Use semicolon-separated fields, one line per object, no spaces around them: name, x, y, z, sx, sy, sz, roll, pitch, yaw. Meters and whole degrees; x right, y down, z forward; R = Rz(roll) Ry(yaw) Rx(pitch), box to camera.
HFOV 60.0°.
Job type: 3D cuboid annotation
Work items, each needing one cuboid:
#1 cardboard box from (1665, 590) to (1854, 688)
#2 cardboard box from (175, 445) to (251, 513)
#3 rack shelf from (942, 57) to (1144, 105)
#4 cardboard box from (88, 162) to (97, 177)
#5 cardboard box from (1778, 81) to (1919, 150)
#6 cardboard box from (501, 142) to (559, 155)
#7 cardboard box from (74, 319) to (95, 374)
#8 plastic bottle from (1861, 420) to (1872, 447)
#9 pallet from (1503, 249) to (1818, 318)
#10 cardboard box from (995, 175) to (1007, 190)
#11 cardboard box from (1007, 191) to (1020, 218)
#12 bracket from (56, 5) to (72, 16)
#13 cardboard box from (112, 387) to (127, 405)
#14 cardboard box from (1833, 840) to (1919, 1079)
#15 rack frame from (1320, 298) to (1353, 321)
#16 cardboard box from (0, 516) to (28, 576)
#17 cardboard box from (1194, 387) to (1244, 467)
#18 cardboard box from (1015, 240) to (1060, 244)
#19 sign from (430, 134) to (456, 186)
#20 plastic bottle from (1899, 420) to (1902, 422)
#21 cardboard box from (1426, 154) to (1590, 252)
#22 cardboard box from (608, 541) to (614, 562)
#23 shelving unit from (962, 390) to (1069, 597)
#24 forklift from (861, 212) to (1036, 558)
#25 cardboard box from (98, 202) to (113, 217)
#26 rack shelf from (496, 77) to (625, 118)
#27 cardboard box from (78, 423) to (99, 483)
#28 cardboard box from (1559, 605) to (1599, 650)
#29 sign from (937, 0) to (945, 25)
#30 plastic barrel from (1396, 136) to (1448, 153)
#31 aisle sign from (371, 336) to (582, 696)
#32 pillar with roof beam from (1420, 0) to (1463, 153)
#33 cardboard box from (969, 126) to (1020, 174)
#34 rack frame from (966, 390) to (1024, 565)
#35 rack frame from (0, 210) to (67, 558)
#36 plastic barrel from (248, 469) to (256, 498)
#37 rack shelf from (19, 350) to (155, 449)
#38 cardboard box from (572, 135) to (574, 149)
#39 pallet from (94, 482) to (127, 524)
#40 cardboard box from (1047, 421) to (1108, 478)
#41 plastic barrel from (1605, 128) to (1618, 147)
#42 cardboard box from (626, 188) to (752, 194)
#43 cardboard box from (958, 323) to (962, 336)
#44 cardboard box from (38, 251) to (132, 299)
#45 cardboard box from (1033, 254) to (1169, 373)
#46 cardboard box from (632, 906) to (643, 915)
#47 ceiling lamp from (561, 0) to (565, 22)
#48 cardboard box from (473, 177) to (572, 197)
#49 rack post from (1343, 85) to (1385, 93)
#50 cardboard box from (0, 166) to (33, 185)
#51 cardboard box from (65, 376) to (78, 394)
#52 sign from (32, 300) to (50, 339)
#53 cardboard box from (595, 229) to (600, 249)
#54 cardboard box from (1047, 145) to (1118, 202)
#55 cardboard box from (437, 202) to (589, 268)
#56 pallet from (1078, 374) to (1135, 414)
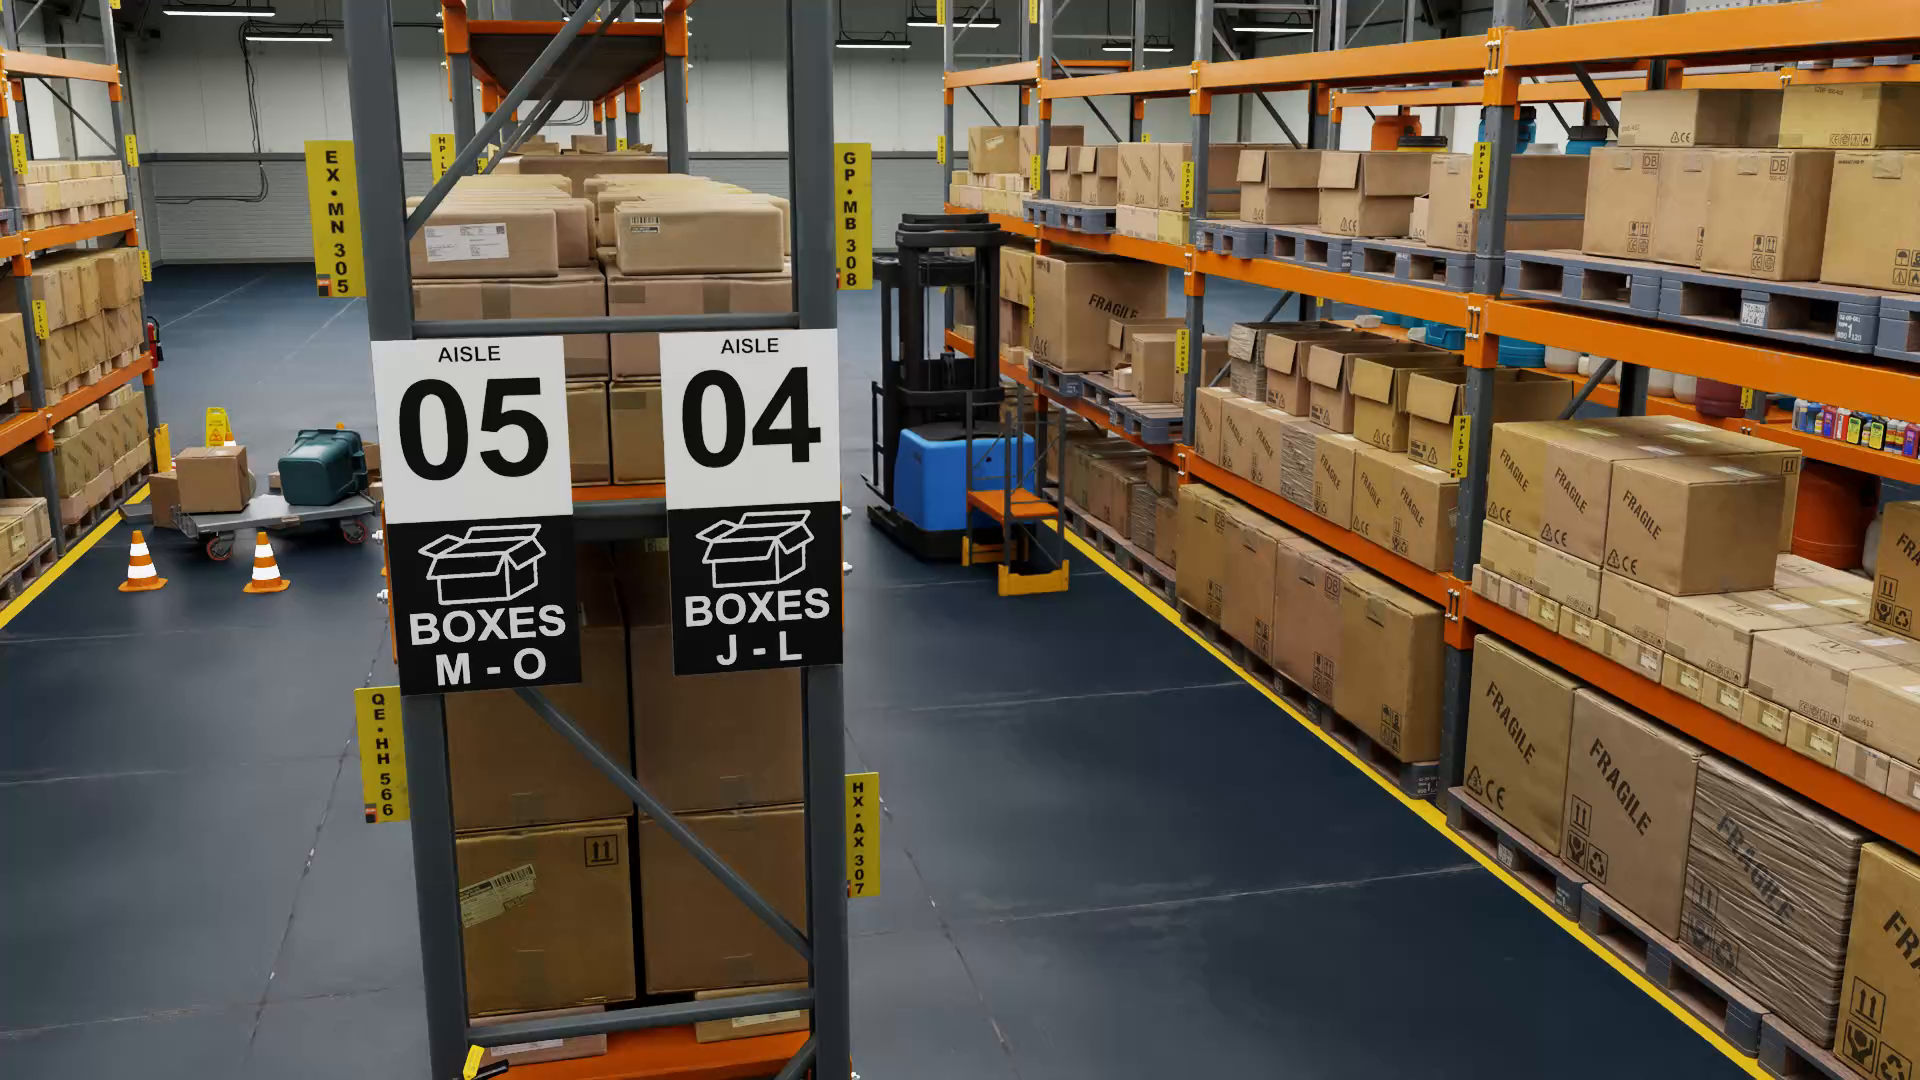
cardboard box;3.333;0.406;6.956;0.500;0.250;0.500;-3;14;-13
cardboard box;-6.659;-0.546;14.837;0.500;0.500;0.500;-3;14;-13
rack shelf;0.781;-4.864;17.719;1.077;0.370;4.000;-3;14;-13
cardboard box;-8.845;-3.689;16.560;0.380;0.149;0.250;-3;14;-13
cardboard box;3.604;-1.660;6.517;0.500;0.250;0.500;-4;14;-15
cardboard box;-3.335;-2.807;12.792;0.500;0.500;0.500;-3;14;-13
cardboard box;-8.460;-1.828;15.574;0.500;0.500;0.500;-3;14;-14
plastic bottle;6.933;-0.812;12.673;0.097;0.201;0.097;0;14;0
pallet;3.312;-1.218;7.782;1.003;0.211;1.213;-3;14;-13
cardboard box;0.579;-3.780;17.556;0.380;0.149;0.250;-3;14;-11
cardboard box;0.777;-3.435;16.985;0.500;0.250;0.500;-3;14;-12
bracket;-20.052;-11.845;37.186;0.235;0.232;0.430;-3;14;-13
cardboard box;-8.672;-1.448;16.817;0.380;0.149;0.250;-3;14;-12
cardboard box;3.841;1.614;5.914;0.875;0.875;0.875;-3;14;-13
rack frame;5.126;-3.038;21.364;1.000;3.000;0.127;-3;14;-13
cardboard box;-8.084;0.072;13.285;0.950;0.372;0.625;-2;14;-10
cardboard box;2.040;-0.837;12.147;0.500;0.500;0.500;-3;14;-12
cardboard box;0.919;-3.097;18.662;0.500;0.500;0.500;-3;14;-13
sign;-2.254;-1.608;7.273;0.100;0.325;0.005;-3;14;-13
plastic bottle;7.569;-1.013;13.321;0.061;0.283;0.133;-3;14;-13
cardboard box;2.984;-1.836;9.031;0.700;0.500;0.500;-3;14;-12
cardboard box;-0.972;0.031;5.860;0.500;0.500;0.500;-4;14;-15
shelving unit;0.451;-0.414;13.784;0.587;1.500;1.083;-4;14;-17
forklift;-0.251;-1.570;15.501;1.130;2.935;3.031;-4;14;-17
cardboard box;-8.846;-3.359;16.888;0.380;0.149;0.250;-3;14;-11
rack shelf;-3.124;-3.495;12.953;1.077;0.370;4.000;-3;14;-13
cardboard box;-8.395;-0.793;15.505;0.500;0.500;0.500;-3;14;-11
cardboard box;3.063;0.397;7.833;0.380;0.149;0.250;-4;14;-15
sign;-0.216;-6.138;19.278;0.100;0.325;0.005;-3;14;-13
plastic barrel;5.517;-4.534;19.888;0.600;0.588;0.600;0;14;0
aisle sign;-1.050;-0.047;3.644;0.394;0.787;0.004;-3;14;-13
pillar with roof beam;7.349;-10.304;38.463;9.100;9.000;0.548;-3;14;-13
cardboard box;0.398;-4.297;18.308;0.500;0.500;0.500;-3;14;-13
rack frame;0.298;-0.531;14.265;0.500;1.500;0.032;-4;14;-17
rack frame;-8.382;-1.287;14.196;1.000;3.000;0.127;-3;14;-13
plastic barrel;-7.365;-0.566;16.674;0.512;0.421;0.421;7;15;26
rack shelf;-8.852;-1.399;16.170;1.077;0.370;4.000;-3;14;-13
cardboard box;-3.826;-4.132;17.274;0.380;0.149;0.250;-3;14;-14
pallet;-8.864;-0.367;16.307;1.003;0.211;1.213;-3;14;-13
cardboard box;1.196;-0.923;17.091;0.500;0.500;0.500;-4;14;-15
plastic barrel;6.549;-3.560;16.123;0.600;0.901;0.600;0;14;0
cardboard box;-0.855;-1.028;5.240;0.380;0.149;0.250;-3;14;-11
cardboard box;0.187;-2.502;19.700;0.380;0.149;0.250;-3;14;-13
cardboard box;-8.878;-2.665;16.895;0.700;0.500;0.500;-3;14;-13
cardboard box;1.301;-2.143;15.554;1.000;1.000;1.000;-3;14;-13
cardboard box;-0.839;1.038;5.211;0.380;0.149;0.250;-3;14;-11
ceiling lamp;-9.196;-14.177;42.018;2.000;3.185;0.800;-3;14;-13
cardboard box;-1.737;-1.361;6.603;0.380;0.149;0.250;-3;14;-14
rack post;5.180;-5.528;19.968;0.937;0.300;0.954;-2;14;-7
cardboard box;-8.139;-3.100;14.147;0.380;0.149;0.250;-4;14;-14
cardboard box;-8.370;-1.429;15.309;0.380;0.149;0.250;-3;14;-11
sign;-7.843;-1.881;14.189;0.100;0.325;0.005;-3;14;-13
cardboard box;-0.977;-0.915;5.616;0.500;0.250;0.500;-4;14;-15
cardboard box;1.265;-3.436;15.572;0.797;0.503;0.637;-4;14;-16
cardboard box;-1.123;-0.760;4.142;0.380;0.149;0.250;-3;14;-12
pallet;1.686;-1.277;14.563;1.003;0.211;1.213;-3;14;-13
